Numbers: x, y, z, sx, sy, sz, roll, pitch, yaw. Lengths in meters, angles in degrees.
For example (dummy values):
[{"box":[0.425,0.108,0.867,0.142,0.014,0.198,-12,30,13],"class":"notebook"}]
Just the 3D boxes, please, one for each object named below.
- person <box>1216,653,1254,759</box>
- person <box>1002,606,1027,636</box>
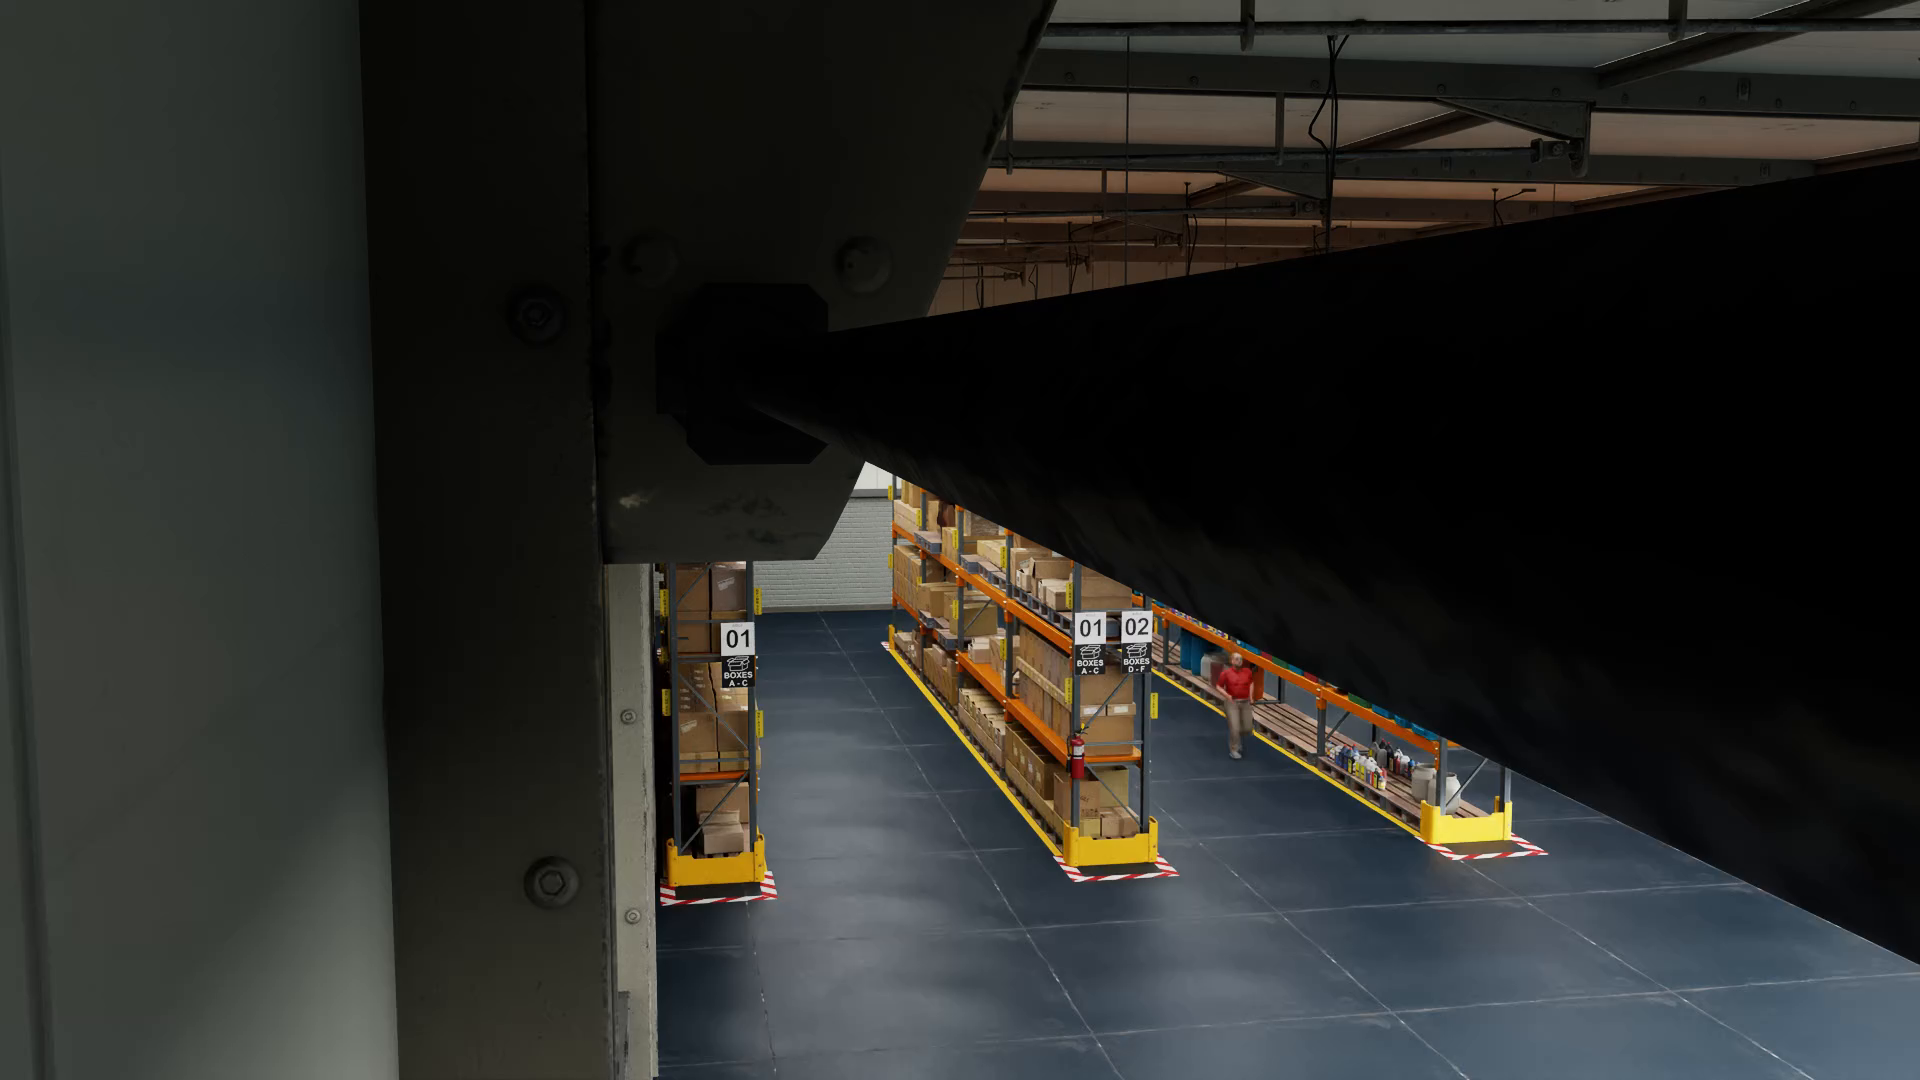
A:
[{"box":[4.421,2.633,26.499,0.659,1.674,0.600,-1,6,-12],"class":"person"},{"box":[1.216,1.638,35.385,0.723,1.745,0.619,-2,6,-18],"class":"person"}]
